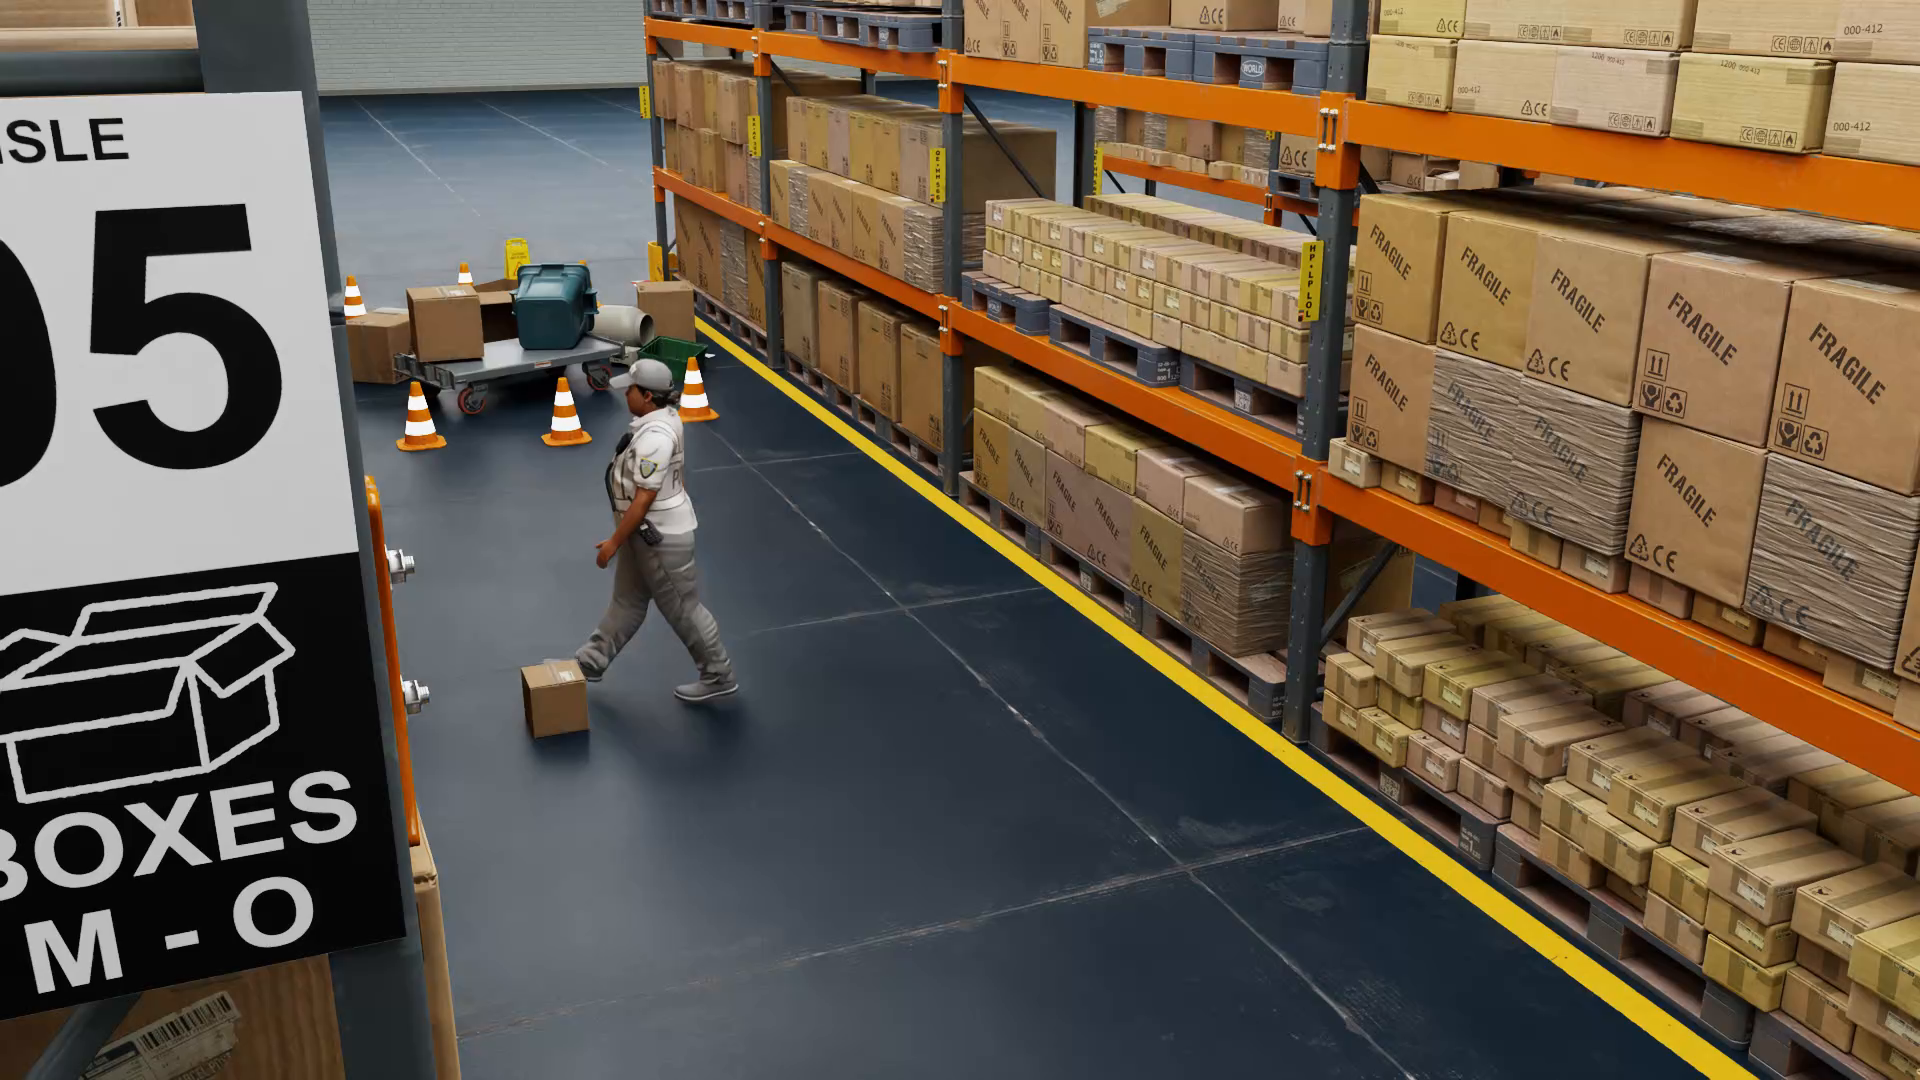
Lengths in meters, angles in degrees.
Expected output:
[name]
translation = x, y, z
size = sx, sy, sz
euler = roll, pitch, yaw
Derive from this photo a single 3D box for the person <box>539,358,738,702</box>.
[person]
translation = -1.514, -0.021, 7.586
size = 0.926, 1.626, 0.485
euler = -3, 19, -10
